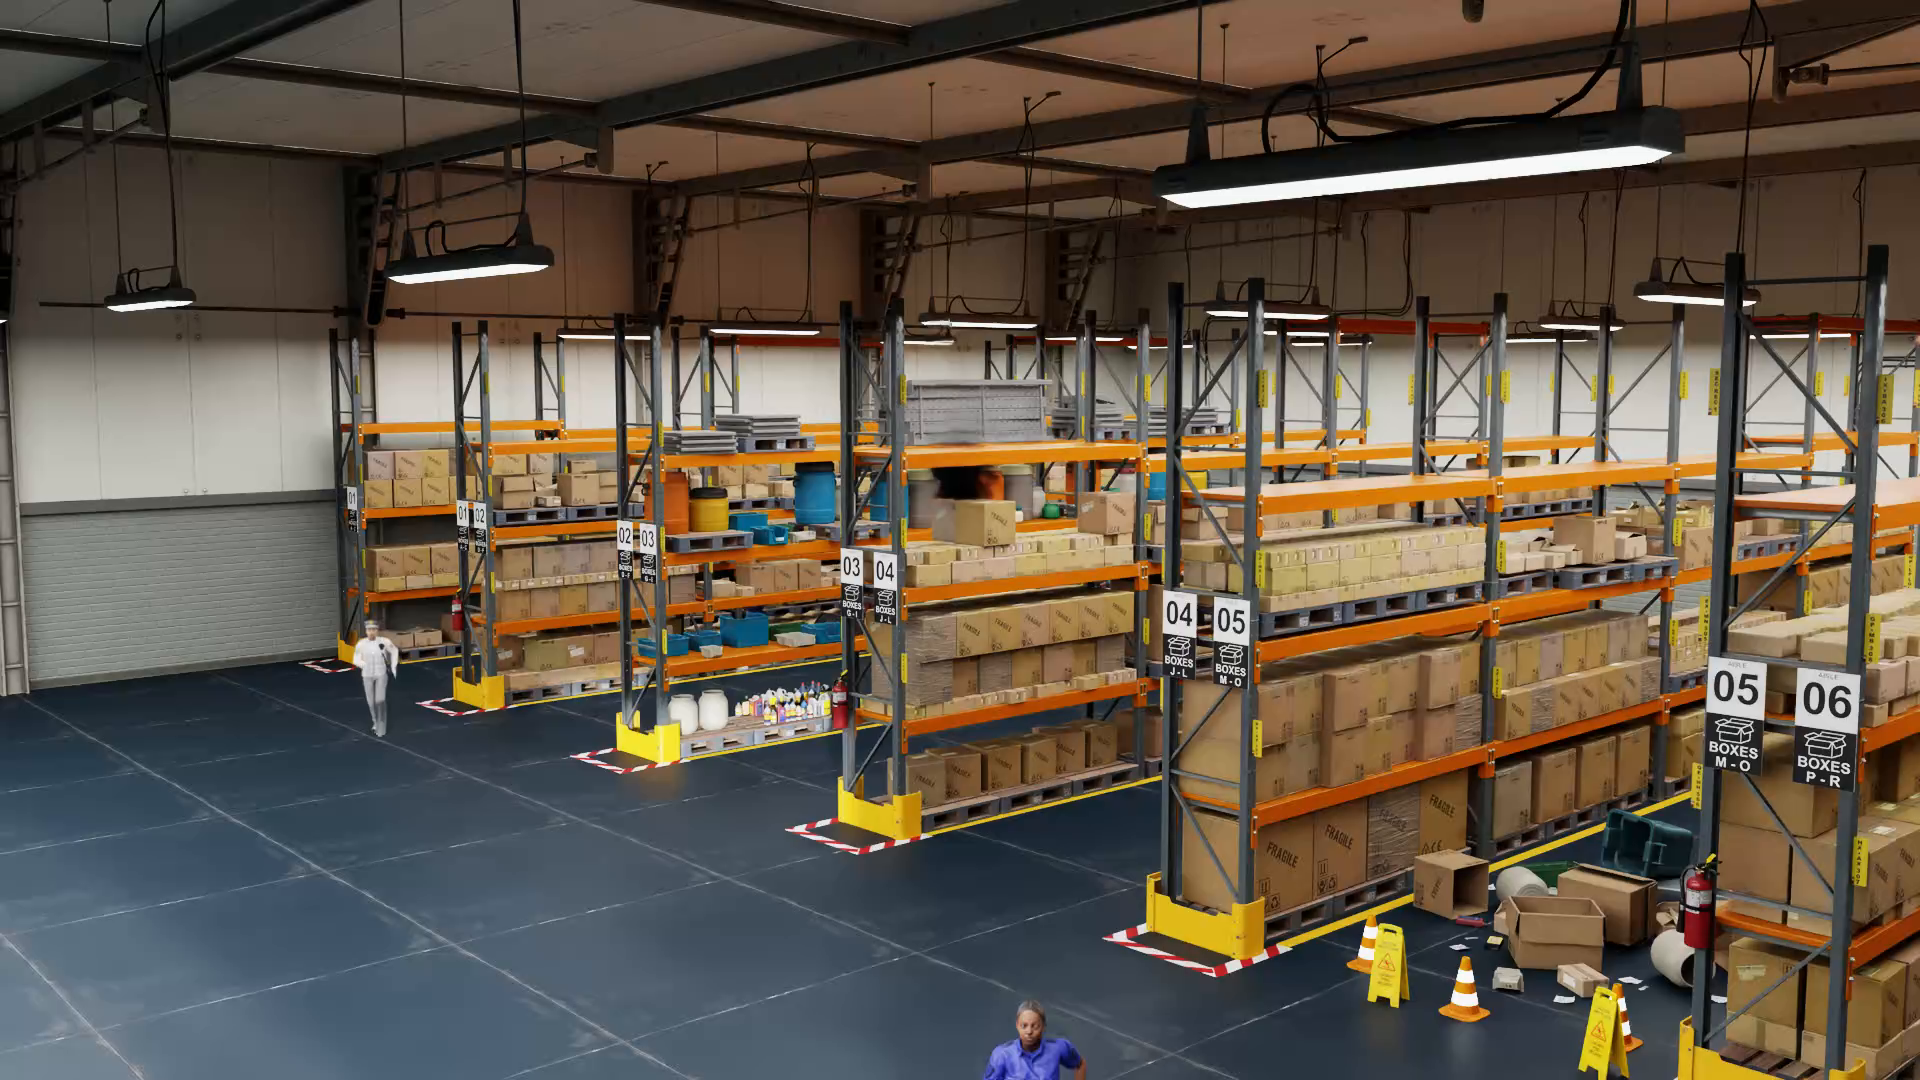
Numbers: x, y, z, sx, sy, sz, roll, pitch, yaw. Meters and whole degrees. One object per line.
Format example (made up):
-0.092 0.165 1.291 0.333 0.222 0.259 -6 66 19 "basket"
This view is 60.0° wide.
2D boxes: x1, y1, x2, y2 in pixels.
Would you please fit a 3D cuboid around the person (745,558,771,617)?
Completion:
-3.999 1.136 32.846 0.627 1.619 0.645 5 7 41 "person"

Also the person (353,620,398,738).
-8.373 1.978 23.818 0.573 1.707 0.778 -1 6 -10 "person"

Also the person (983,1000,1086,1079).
0.415 3.432 9.496 0.608 1.701 0.894 0 6 4 "person"
